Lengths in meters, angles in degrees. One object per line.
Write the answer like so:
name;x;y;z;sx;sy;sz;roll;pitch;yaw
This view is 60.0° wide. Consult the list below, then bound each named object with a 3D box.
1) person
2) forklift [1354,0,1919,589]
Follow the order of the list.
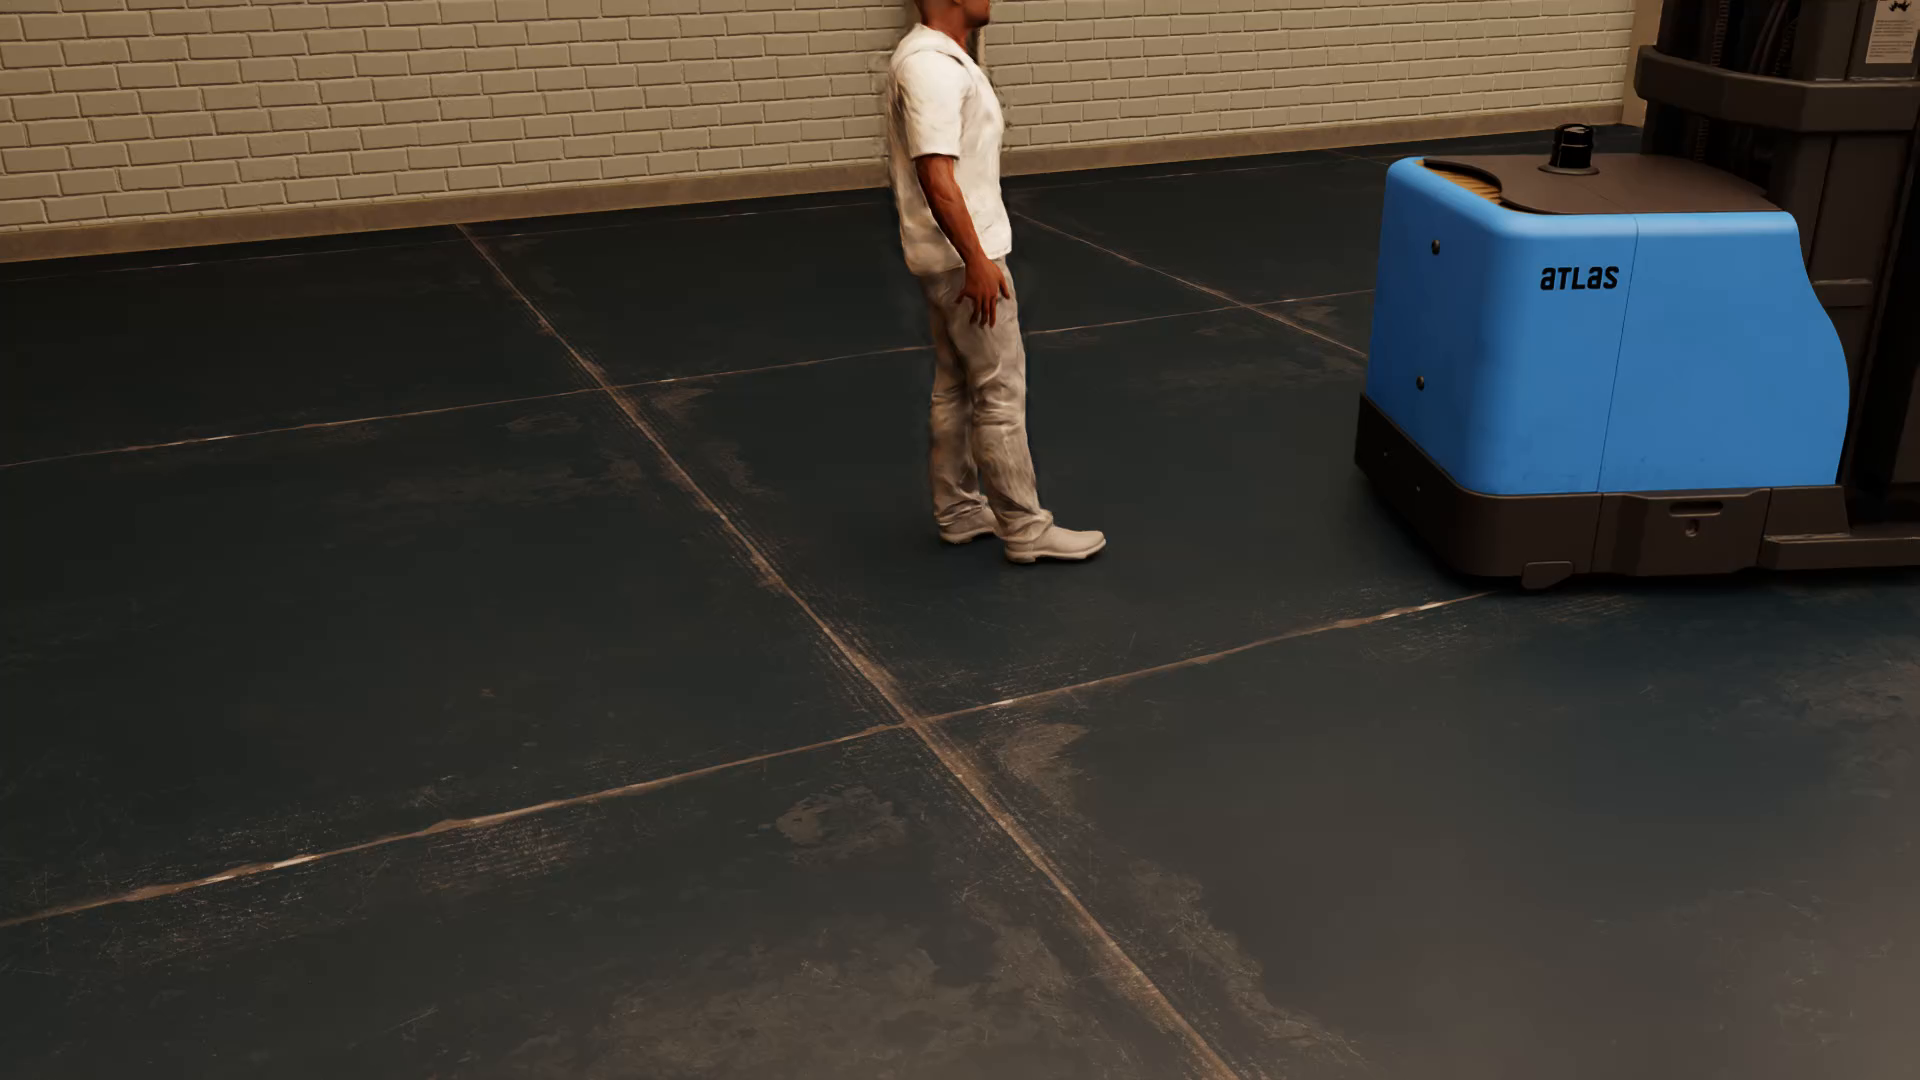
person;0.107;-0.824;4.777;0.638;1.768;0.661;-2;23;-4
forklift;2.861;-1.431;4.731;3.031;2.935;1.130;-2;23;-5
